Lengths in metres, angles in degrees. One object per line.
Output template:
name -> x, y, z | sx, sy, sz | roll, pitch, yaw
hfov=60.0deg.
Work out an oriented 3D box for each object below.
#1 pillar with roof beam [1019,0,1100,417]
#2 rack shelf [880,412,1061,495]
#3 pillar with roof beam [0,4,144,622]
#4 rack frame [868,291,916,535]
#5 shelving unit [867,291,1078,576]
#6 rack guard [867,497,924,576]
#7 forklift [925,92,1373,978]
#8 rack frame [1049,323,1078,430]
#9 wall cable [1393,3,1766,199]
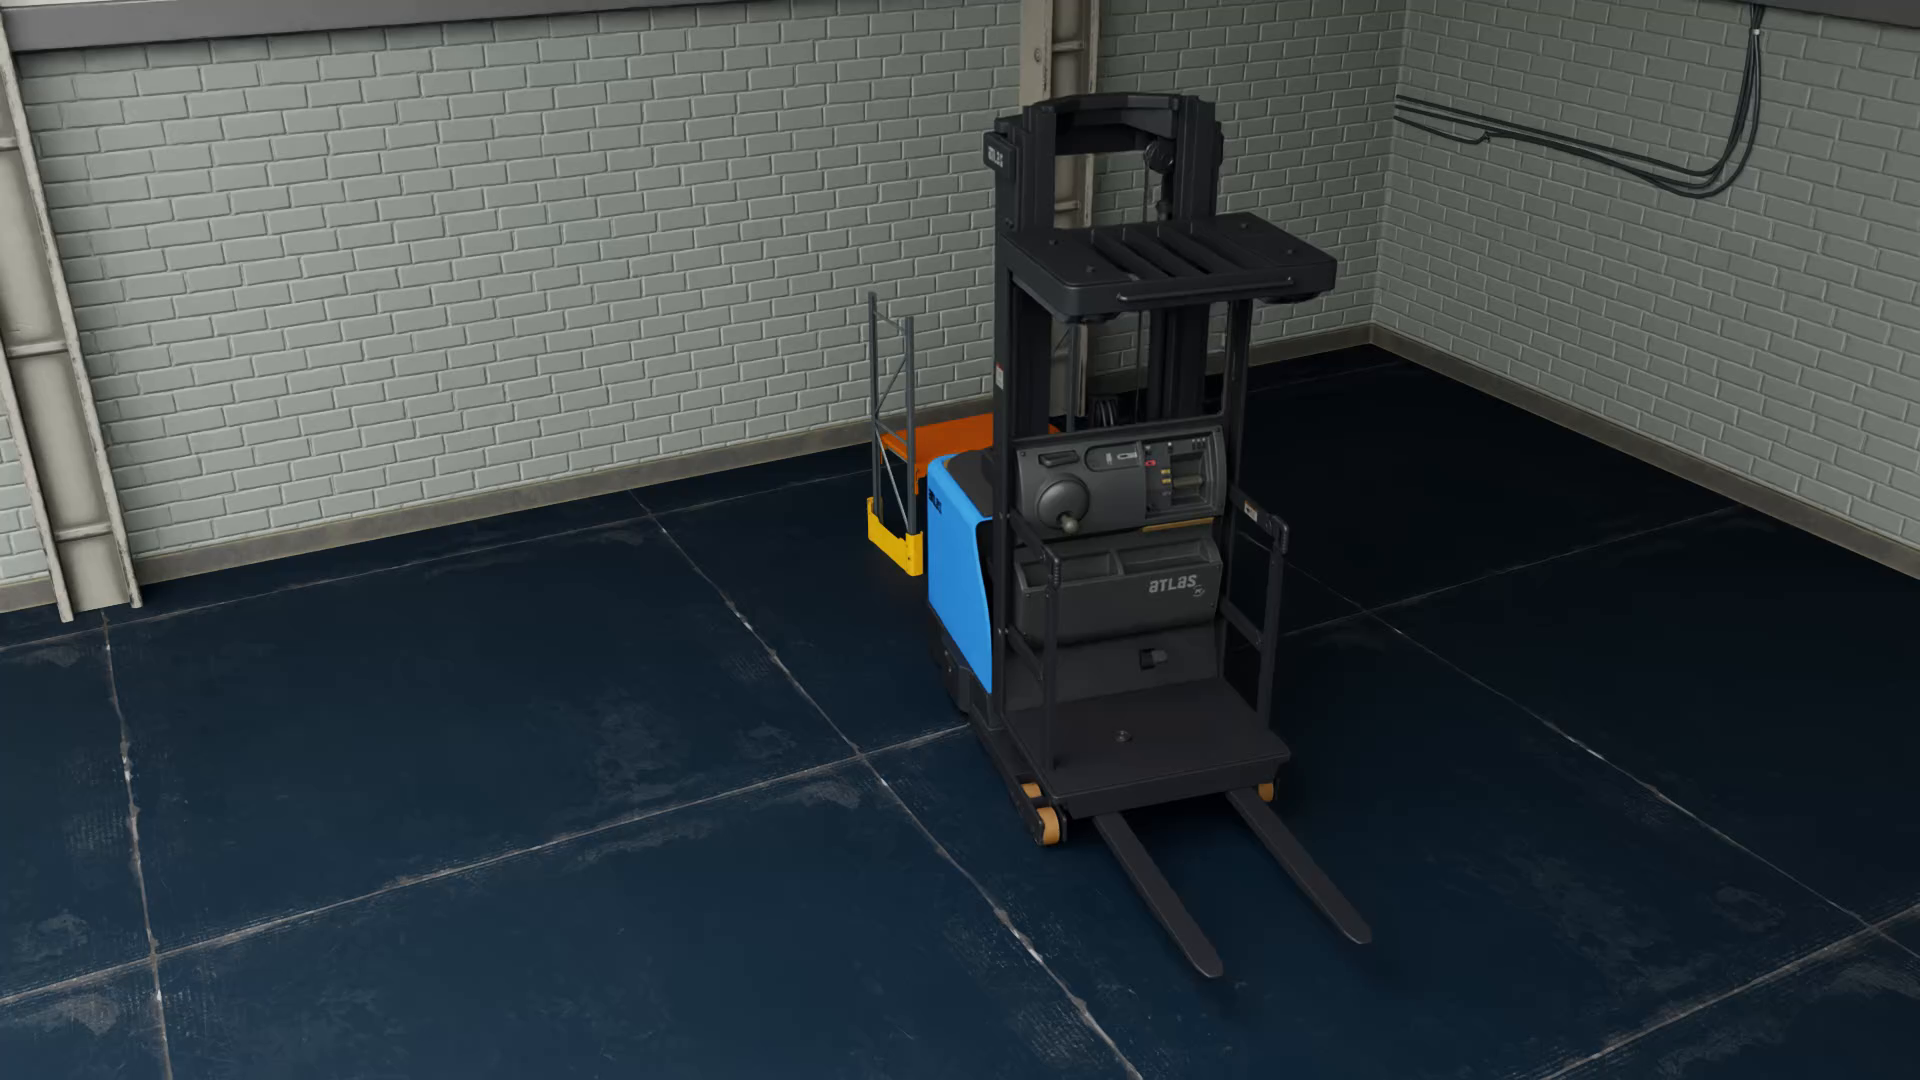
pillar with roof beam -> 2.652, -3.295, 6.215 | 0.400, 9.000, 9.100 | -13, 29, -25
rack shelf -> 0.075, -0.531, 9.539 | 1.000, 0.185, 0.538 | -13, 29, -25
pillar with roof beam -> -2.642, -2.072, 3.670 | 0.400, 9.000, 9.100 | -13, 29, -25
rack frame -> -0.373, -0.590, 9.246 | 0.032, 1.500, 0.500 | -13, 29, -25
shelving unit -> 0.067, -0.692, 9.458 | 1.083, 1.500, 0.587 | -13, 29, -25
rack guard -> -0.372, -0.027, 9.517 | 0.087, 0.250, 0.587 | -13, 29, -25
forklift -> 0.754, -0.219, 6.820 | 1.130, 2.935, 3.031 | -8, 27, -16
rack frame -> 0.524, -0.797, 9.677 | 0.032, 1.500, 0.500 | -13, 29, -25
wall cable -> 3.848, -3.634, 10.509 | 0.112, 2.526, 3.097 | -13, 29, -25
